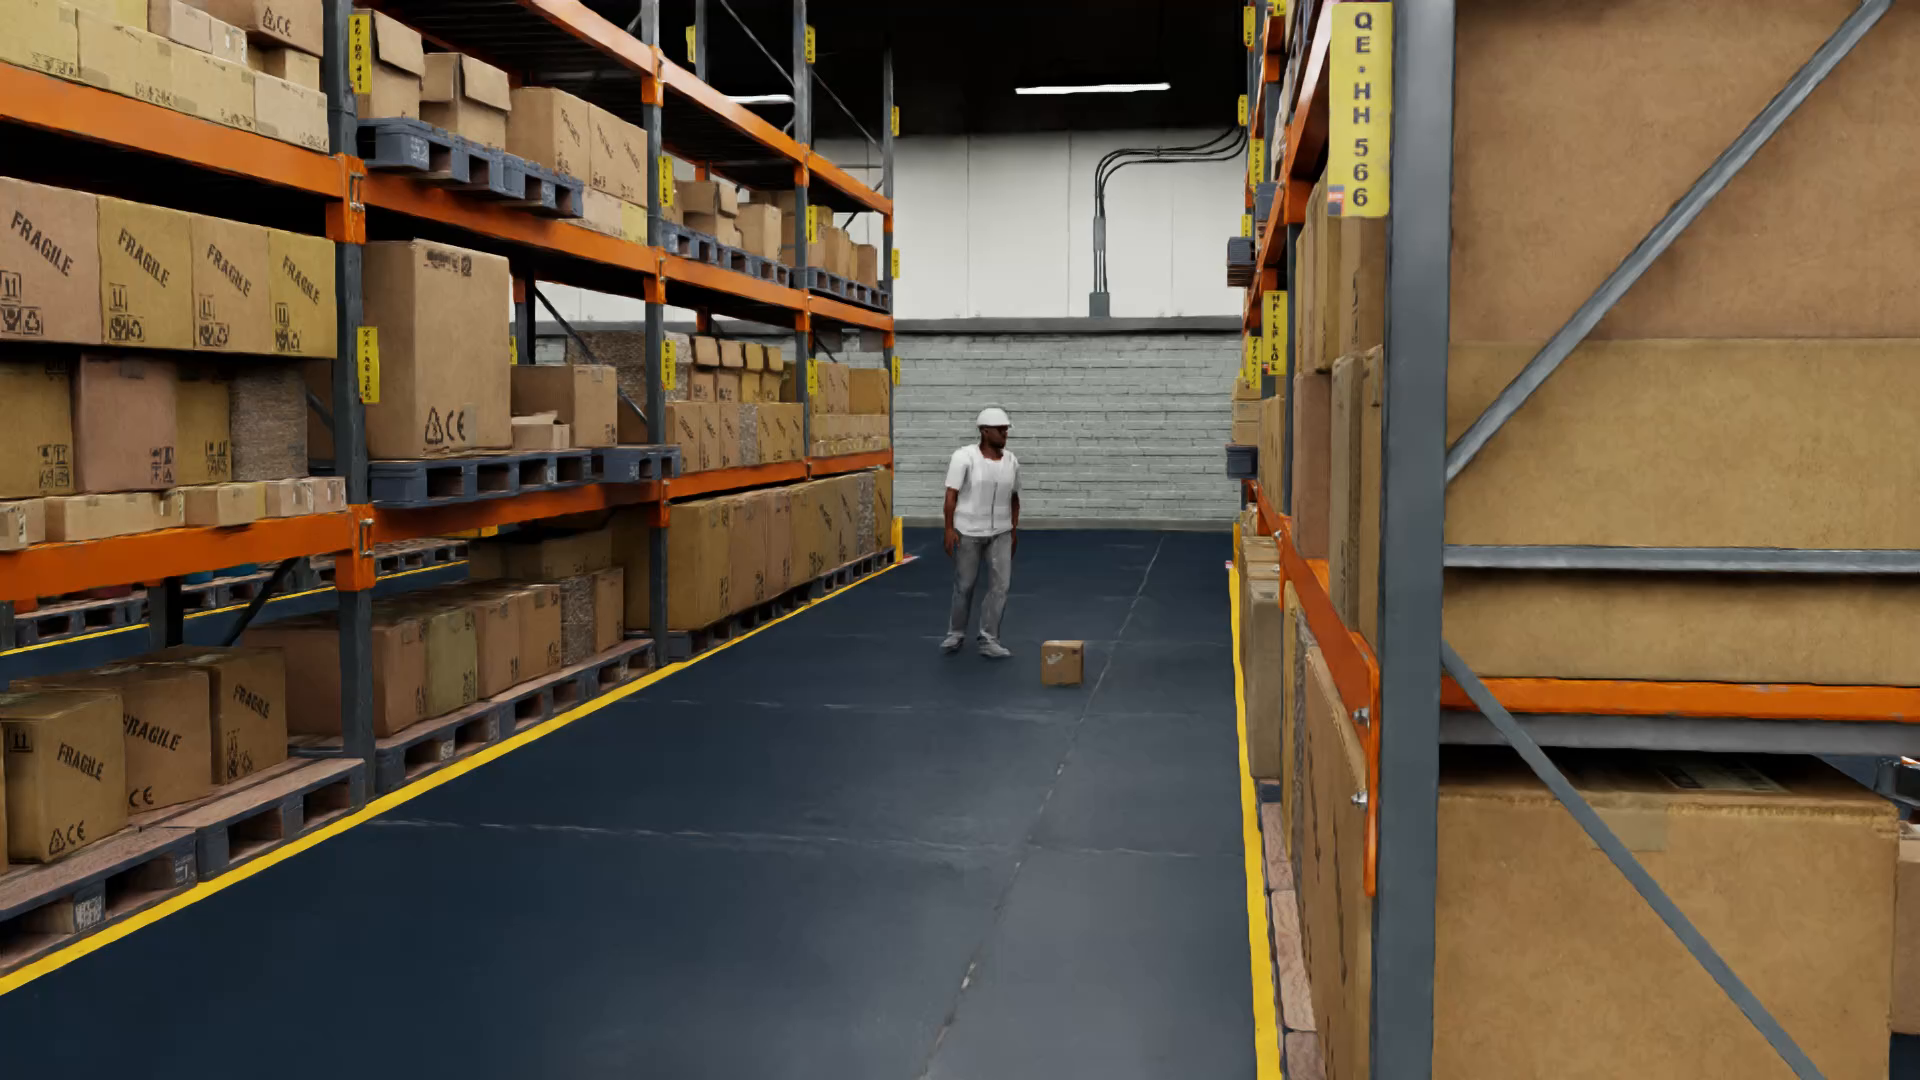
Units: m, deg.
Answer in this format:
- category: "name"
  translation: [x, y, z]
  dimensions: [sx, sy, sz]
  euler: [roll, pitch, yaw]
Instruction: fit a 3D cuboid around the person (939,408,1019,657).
- category: "person"
  translation: [0.148, -0.058, 11.814]
  dimensions: [0.605, 1.750, 0.559]
  euler: [-2, 5, -23]
